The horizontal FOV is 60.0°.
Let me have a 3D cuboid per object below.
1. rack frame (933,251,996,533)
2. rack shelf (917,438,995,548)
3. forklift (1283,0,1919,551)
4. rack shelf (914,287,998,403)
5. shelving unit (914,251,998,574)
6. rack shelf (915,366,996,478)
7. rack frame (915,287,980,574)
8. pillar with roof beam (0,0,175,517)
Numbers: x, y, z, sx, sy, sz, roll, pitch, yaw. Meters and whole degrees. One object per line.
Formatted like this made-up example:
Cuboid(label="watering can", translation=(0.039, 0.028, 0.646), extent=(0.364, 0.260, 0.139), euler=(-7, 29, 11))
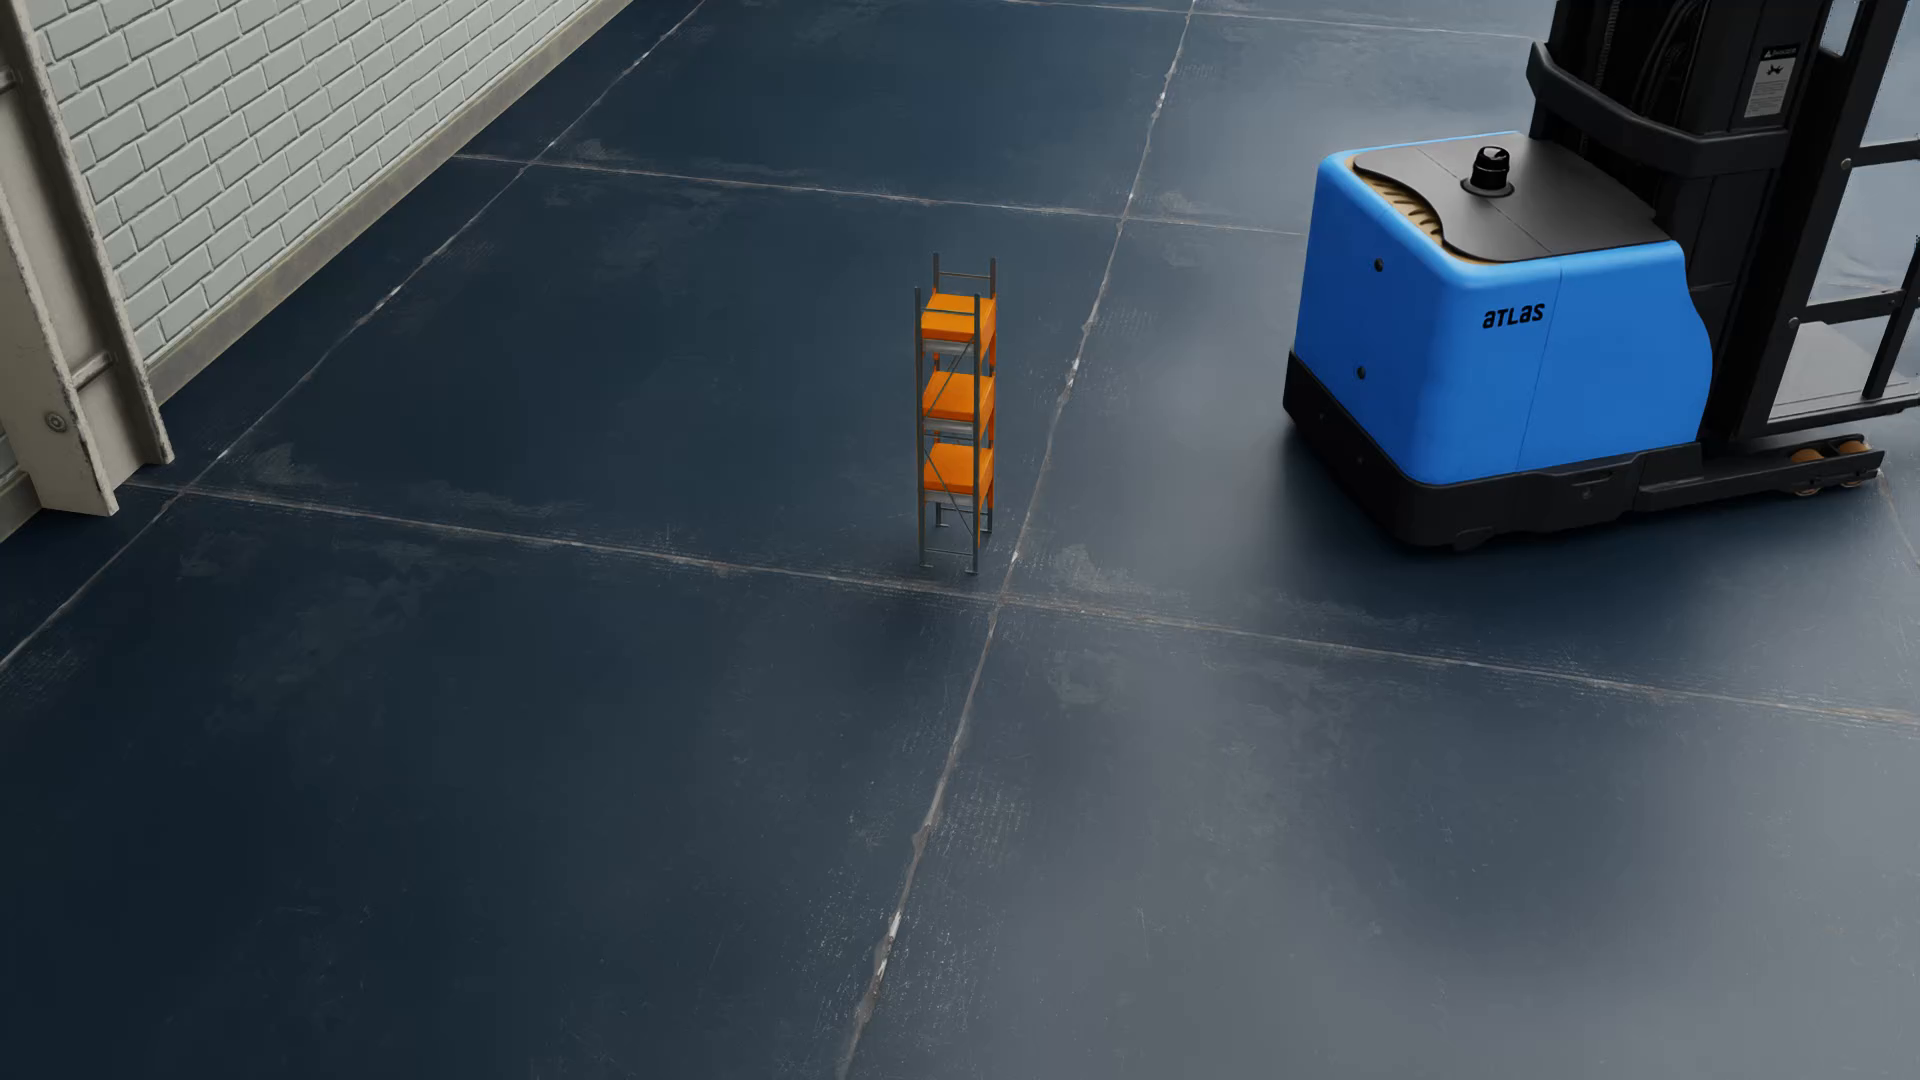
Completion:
Cuboid(label="rack frame", translation=(0.015, -0.464, 5.496), extent=(0.200, 1.050, 0.008), euler=(7, 37, 10))
Cuboid(label="rack shelf", translation=(-0.011, -0.161, 5.569), extent=(0.215, 0.259, 0.240), euler=(7, 37, 10))
Cuboid(label="forklift", translation=(2.804, -1.633, 5.505), extent=(3.031, 2.935, 1.130), euler=(-10, 37, -13))
Cuboid(label="rack shelf", translation=(-0.011, -0.616, 5.239), extent=(0.215, 0.259, 0.240), euler=(7, 37, 10))
Cuboid(label="shelving unit", translation=(-0.011, -0.394, 5.400), extent=(0.215, 1.050, 0.252), euler=(7, 37, 10))
Cuboid(label="rack shelf", translation=(-0.011, -0.386, 5.406), extent=(0.215, 0.259, 0.240), euler=(7, 37, 10))
Cuboid(label="rack frame", translation=(-0.037, -0.324, 5.303), extent=(0.200, 1.050, 0.008), euler=(7, 37, 10))
Cuboid(label="pillar with roof beam", translation=(1.101, -3.319, 2.662), extent=(9.100, 9.000, 0.400), euler=(7, 37, 10))
